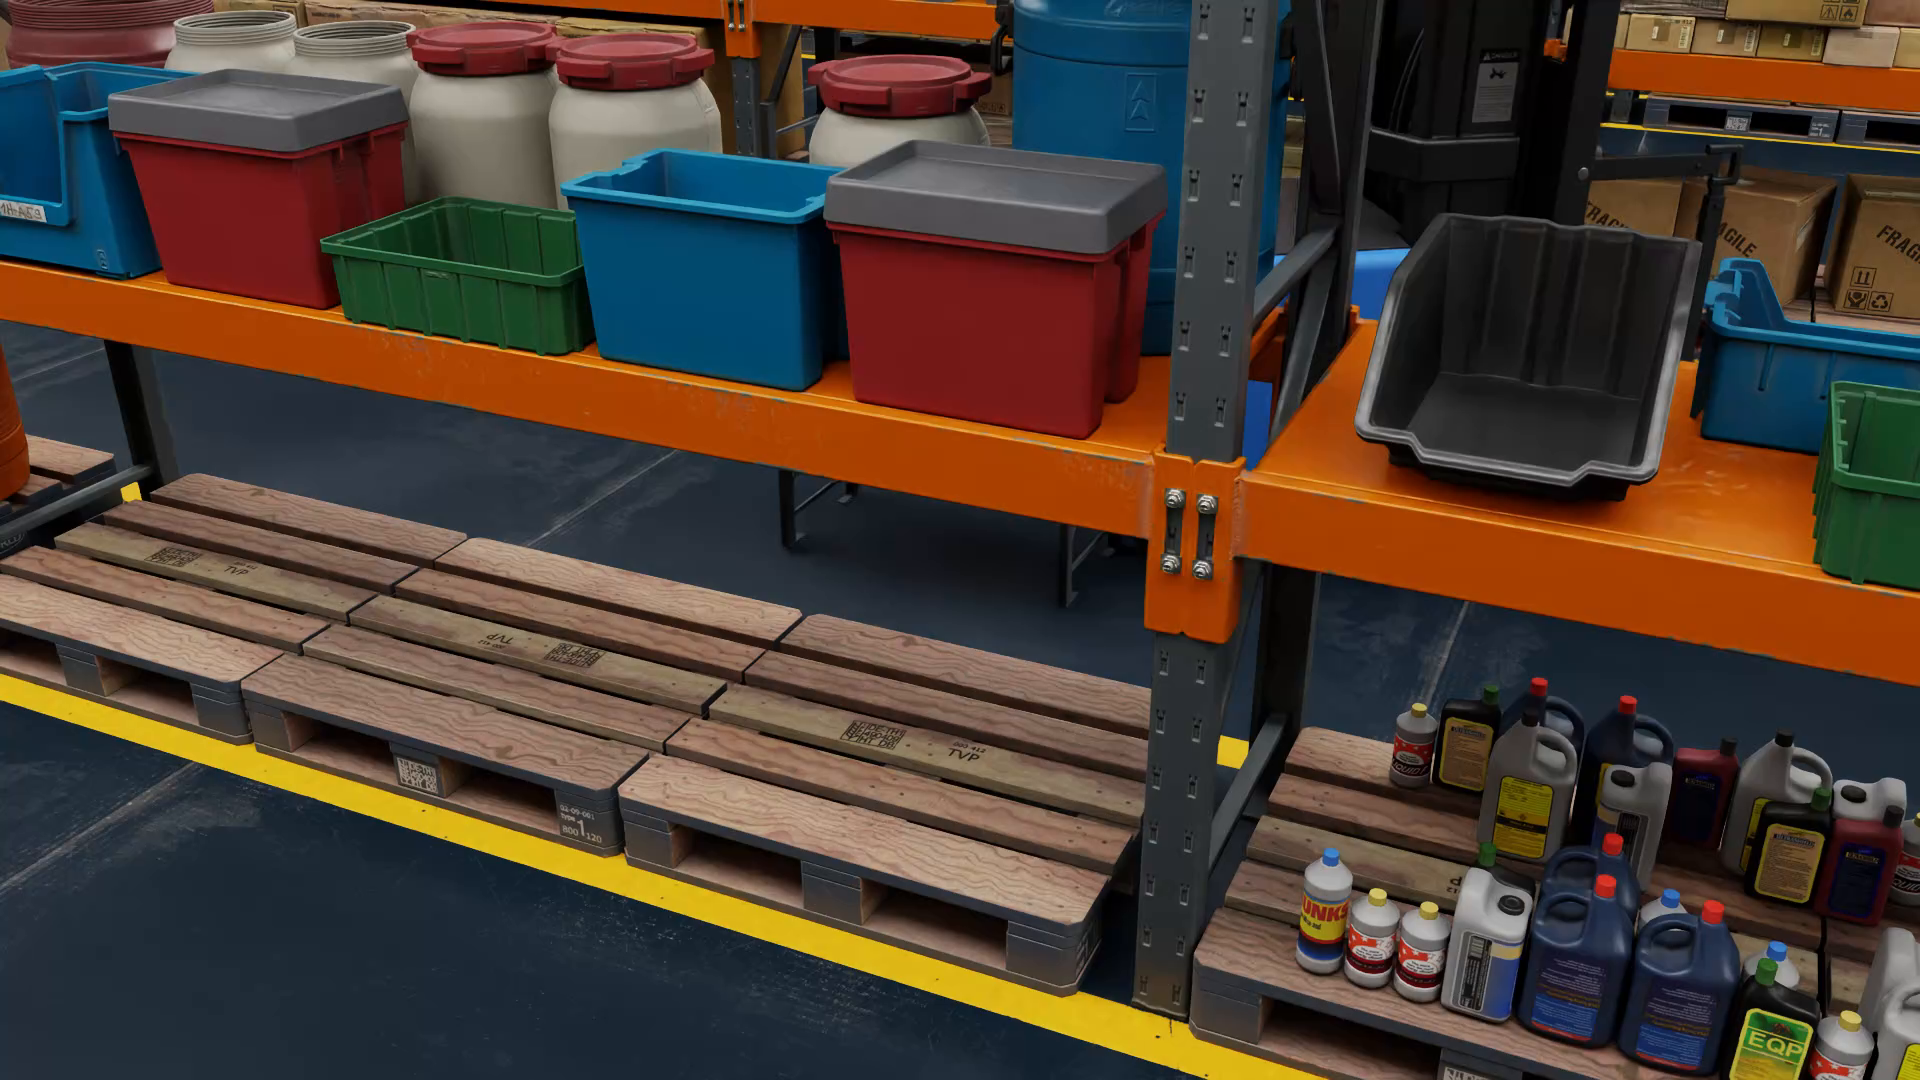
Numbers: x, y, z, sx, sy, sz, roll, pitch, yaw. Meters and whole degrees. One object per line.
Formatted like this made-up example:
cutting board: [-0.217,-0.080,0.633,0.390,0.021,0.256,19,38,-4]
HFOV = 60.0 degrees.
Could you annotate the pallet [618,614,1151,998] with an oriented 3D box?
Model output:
pallet: [-0.090,0.614,4.263,1.213,0.211,1.003,11,28,22]

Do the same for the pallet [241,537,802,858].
pallet: [-1.204,0.392,4.715,1.213,0.211,1.003,11,28,22]

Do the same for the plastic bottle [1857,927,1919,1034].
plastic bottle: [1.802,0.879,3.155,0.135,0.276,0.152,11,28,22]

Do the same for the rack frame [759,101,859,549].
rack frame: [-0.491,-0.746,5.568,0.032,1.500,0.500,12,29,22]

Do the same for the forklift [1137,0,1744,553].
forklift: [2.024,-1.515,5.509,3.031,2.935,1.130,-5,27,-10]

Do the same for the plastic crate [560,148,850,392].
plastic crate: [-0.492,-0.578,3.546,0.575,0.384,0.392,11,28,22]

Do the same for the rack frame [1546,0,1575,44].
rack frame: [2.692,-2.500,7.432,0.127,3.000,1.000,11,28,22]

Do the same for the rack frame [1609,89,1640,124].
rack frame: [4.837,-4.476,11.445,0.127,3.000,1.000,11,28,22]

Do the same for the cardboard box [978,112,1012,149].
cardboard box: [0.179,-2.097,8.945,0.500,0.500,0.700,9,28,18]

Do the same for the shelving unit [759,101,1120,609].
shelving unit: [-0.030,-0.651,5.374,1.048,1.500,0.538,12,29,22]

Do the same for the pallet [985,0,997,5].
pallet: [0.869,-2.800,8.258,1.213,0.211,1.003,11,28,22]

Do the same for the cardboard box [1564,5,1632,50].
cardboard box: [2.763,-2.227,7.162,0.250,0.149,0.380,11,28,22]

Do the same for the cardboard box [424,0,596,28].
cardboard box: [-2.377,-2.767,9.905,0.875,0.875,1.225,11,28,22]

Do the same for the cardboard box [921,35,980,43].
cardboard box: [0.017,-4.386,13.617,0.500,0.500,0.500,13,29,24]

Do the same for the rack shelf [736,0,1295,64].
rack shelf: [0.871,-2.543,8.334,4.000,0.370,1.077,11,28,22]

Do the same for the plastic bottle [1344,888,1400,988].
plastic bottle: [0.843,0.803,3.394,0.097,0.201,0.097,0,26,0]

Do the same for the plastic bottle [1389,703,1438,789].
plastic bottle: [1.101,0.491,4.028,0.097,0.201,0.097,0,26,0]

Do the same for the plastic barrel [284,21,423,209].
plastic barrel: [-1.591,-1.111,4.484,0.421,0.512,0.421,0,26,0]

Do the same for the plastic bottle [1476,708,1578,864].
plastic bottle: [1.287,0.542,3.754,0.185,0.351,0.144,11,28,22]

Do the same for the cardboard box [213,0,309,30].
cardboard box: [-4.000,-3.089,10.558,0.875,0.875,1.225,11,28,22]

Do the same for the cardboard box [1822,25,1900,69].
cardboard box: [3.666,-2.037,6.777,0.250,0.149,0.380,11,28,22]

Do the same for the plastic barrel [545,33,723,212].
plastic barrel: [-0.807,-0.967,4.164,0.433,0.535,0.433,0,26,0]

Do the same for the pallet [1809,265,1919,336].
pallet: [4.432,-0.918,7.376,1.213,0.211,1.003,11,28,22]

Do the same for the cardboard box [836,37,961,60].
cardboard box: [-0.327,-2.533,8.983,0.500,0.250,0.500,13,29,24]

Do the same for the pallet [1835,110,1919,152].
pallet: [6.611,-2.832,11.263,1.213,0.211,1.003,11,28,22]

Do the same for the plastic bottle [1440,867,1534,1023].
plastic bottle: [1.056,0.799,3.317,0.135,0.276,0.152,12,29,24]

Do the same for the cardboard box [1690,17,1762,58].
cardboard box: [3.224,-2.142,6.988,0.250,0.149,0.380,11,28,22]

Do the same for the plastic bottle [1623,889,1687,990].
plastic bottle: [1.386,0.810,3.299,0.097,0.271,0.097,0,26,0]

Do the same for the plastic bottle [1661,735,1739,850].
plastic bottle: [1.687,0.563,3.788,0.133,0.283,0.061,13,29,25]

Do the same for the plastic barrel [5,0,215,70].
plastic barrel: [-2.452,-1.338,4.918,0.708,0.536,0.600,11,28,22]

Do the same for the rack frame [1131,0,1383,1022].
rack frame: [0.641,-0.509,3.387,0.127,3.000,1.000,11,28,22]

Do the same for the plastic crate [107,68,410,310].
plastic crate: [-1.655,-0.850,4.008,0.583,0.464,0.402,11,28,22]

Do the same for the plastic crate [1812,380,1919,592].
plastic crate: [1.760,-0.052,2.699,0.662,0.188,0.450,11,28,22]

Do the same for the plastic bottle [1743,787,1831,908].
plastic bottle: [1.797,0.655,3.602,0.133,0.283,0.061,11,28,22]

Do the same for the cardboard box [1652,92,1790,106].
cardboard box: [5.380,-3.568,11.531,0.875,0.875,0.875,12,29,23]

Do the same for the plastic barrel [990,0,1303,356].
plastic barrel: [0.415,-0.926,3.667,0.708,0.901,0.600,11,28,22]

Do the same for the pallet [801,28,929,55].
pallet: [-0.622,-4.323,14.292,1.213,0.211,1.003,11,28,22]

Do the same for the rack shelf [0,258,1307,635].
rack shelf: [-1.179,-0.552,4.289,4.000,0.370,1.077,11,28,22]

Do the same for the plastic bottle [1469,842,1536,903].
plastic bottle: [1.099,0.752,3.403,0.133,0.283,0.061,11,28,22]

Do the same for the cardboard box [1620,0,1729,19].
cardboard box: [3.076,-2.571,7.127,0.500,0.500,0.875,11,28,22]

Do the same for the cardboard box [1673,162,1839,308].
cardboard box: [3.564,-1.376,7.504,0.500,0.500,0.500,22,34,38]

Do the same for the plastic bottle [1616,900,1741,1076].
plastic bottle: [1.376,0.831,3.166,0.185,0.351,0.144,10,28,20]

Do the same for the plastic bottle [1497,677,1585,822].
plastic bottle: [1.347,0.484,3.871,0.185,0.351,0.144,11,28,20]

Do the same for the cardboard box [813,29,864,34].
cardboard box: [-0.918,-4.577,14.006,0.500,0.500,0.500,12,29,23]

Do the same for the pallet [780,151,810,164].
pallet: [-1.636,-2.155,9.888,1.213,0.211,1.003,11,28,22]

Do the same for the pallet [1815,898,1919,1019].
pallet: [2.350,1.104,3.268,1.213,0.211,1.003,11,28,22]

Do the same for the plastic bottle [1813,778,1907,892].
plastic bottle: [1.962,0.643,3.633,0.135,0.276,0.152,12,29,23]

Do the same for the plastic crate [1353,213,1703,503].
plastic crate: [1.065,-0.334,3.103,0.504,0.338,0.767,11,28,22]

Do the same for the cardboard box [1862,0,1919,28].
cardboard box: [4.013,-2.415,6.809,0.500,0.500,0.875,11,28,22]

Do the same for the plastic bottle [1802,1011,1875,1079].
plastic bottle: [1.624,0.960,3.075,0.097,0.201,0.097,0,26,0]
